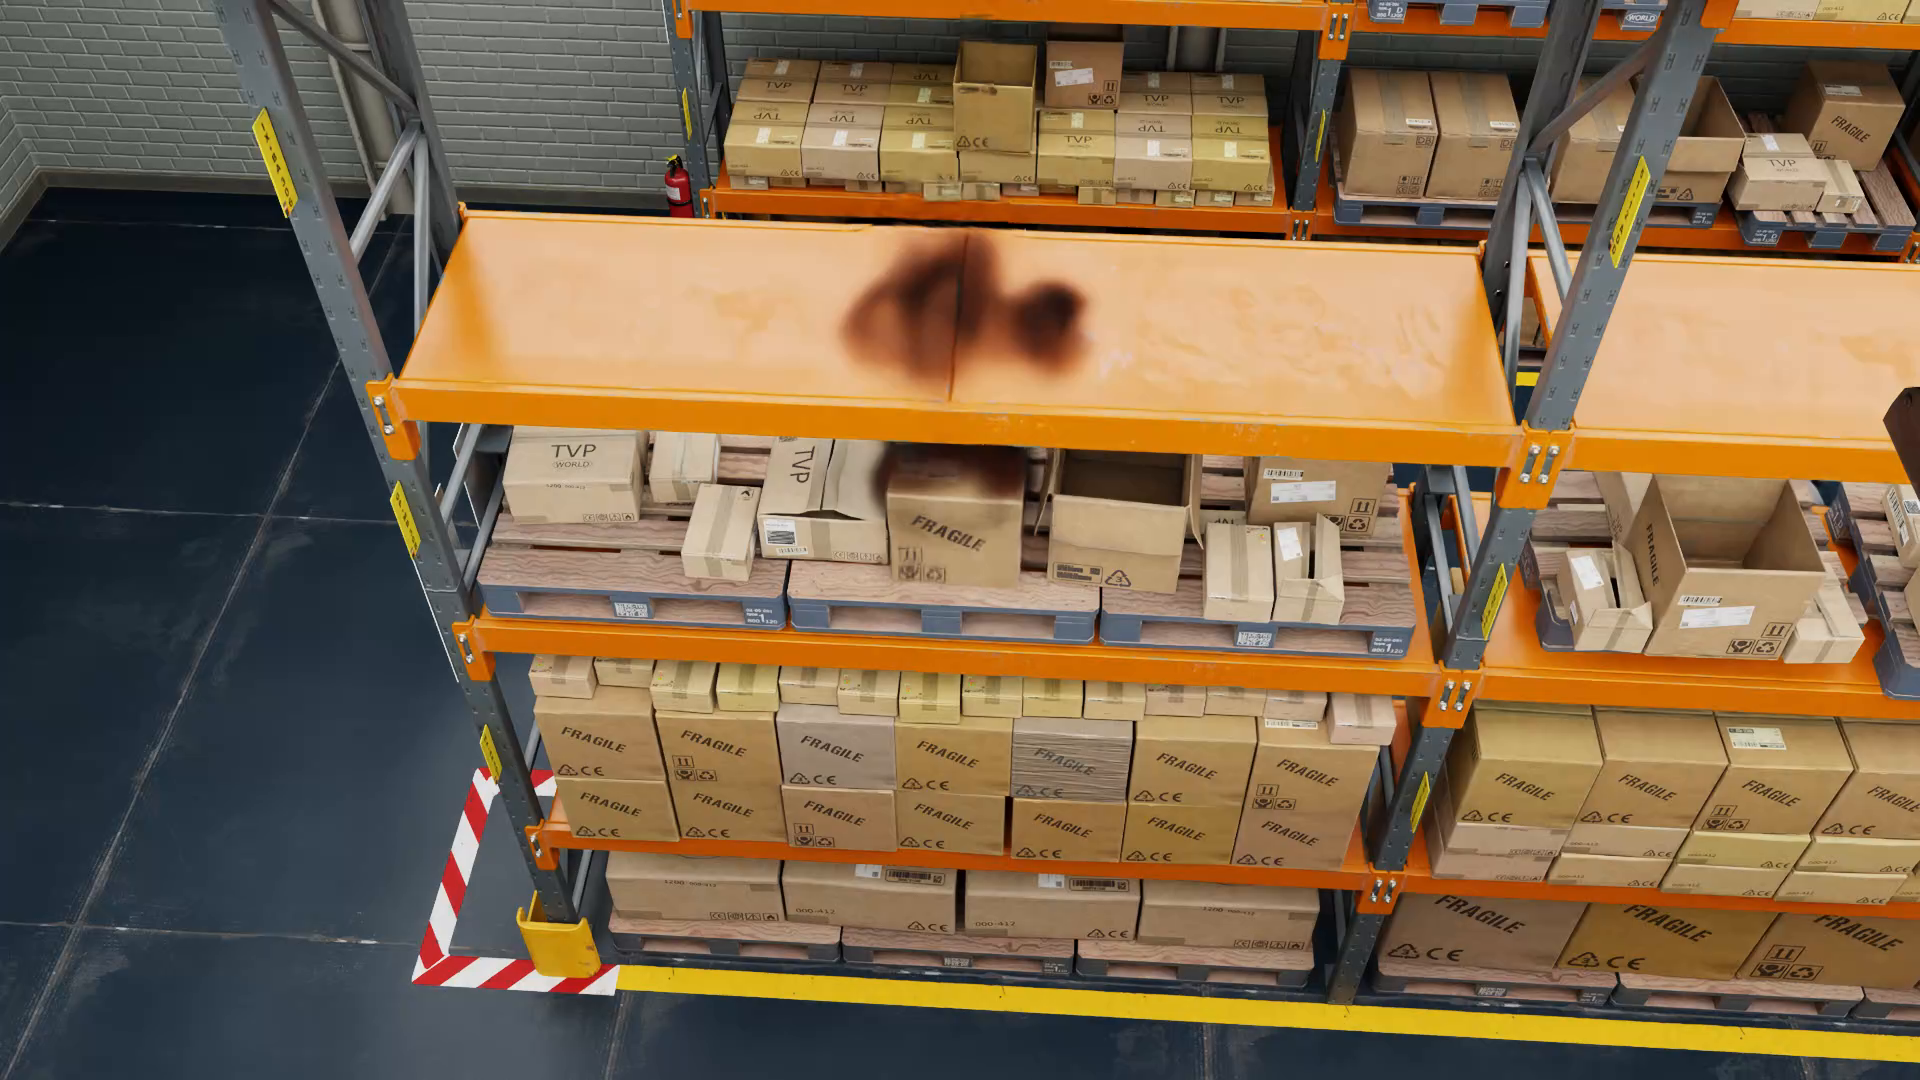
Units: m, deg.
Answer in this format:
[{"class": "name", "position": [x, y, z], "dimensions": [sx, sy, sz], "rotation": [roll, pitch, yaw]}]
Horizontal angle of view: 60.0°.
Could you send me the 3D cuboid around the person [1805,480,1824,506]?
[{"class": "person", "position": [4.328, 0.304, 9.269], "dimensions": [0.763, 1.840, 0.642], "rotation": [-2, 48, -2]}]
